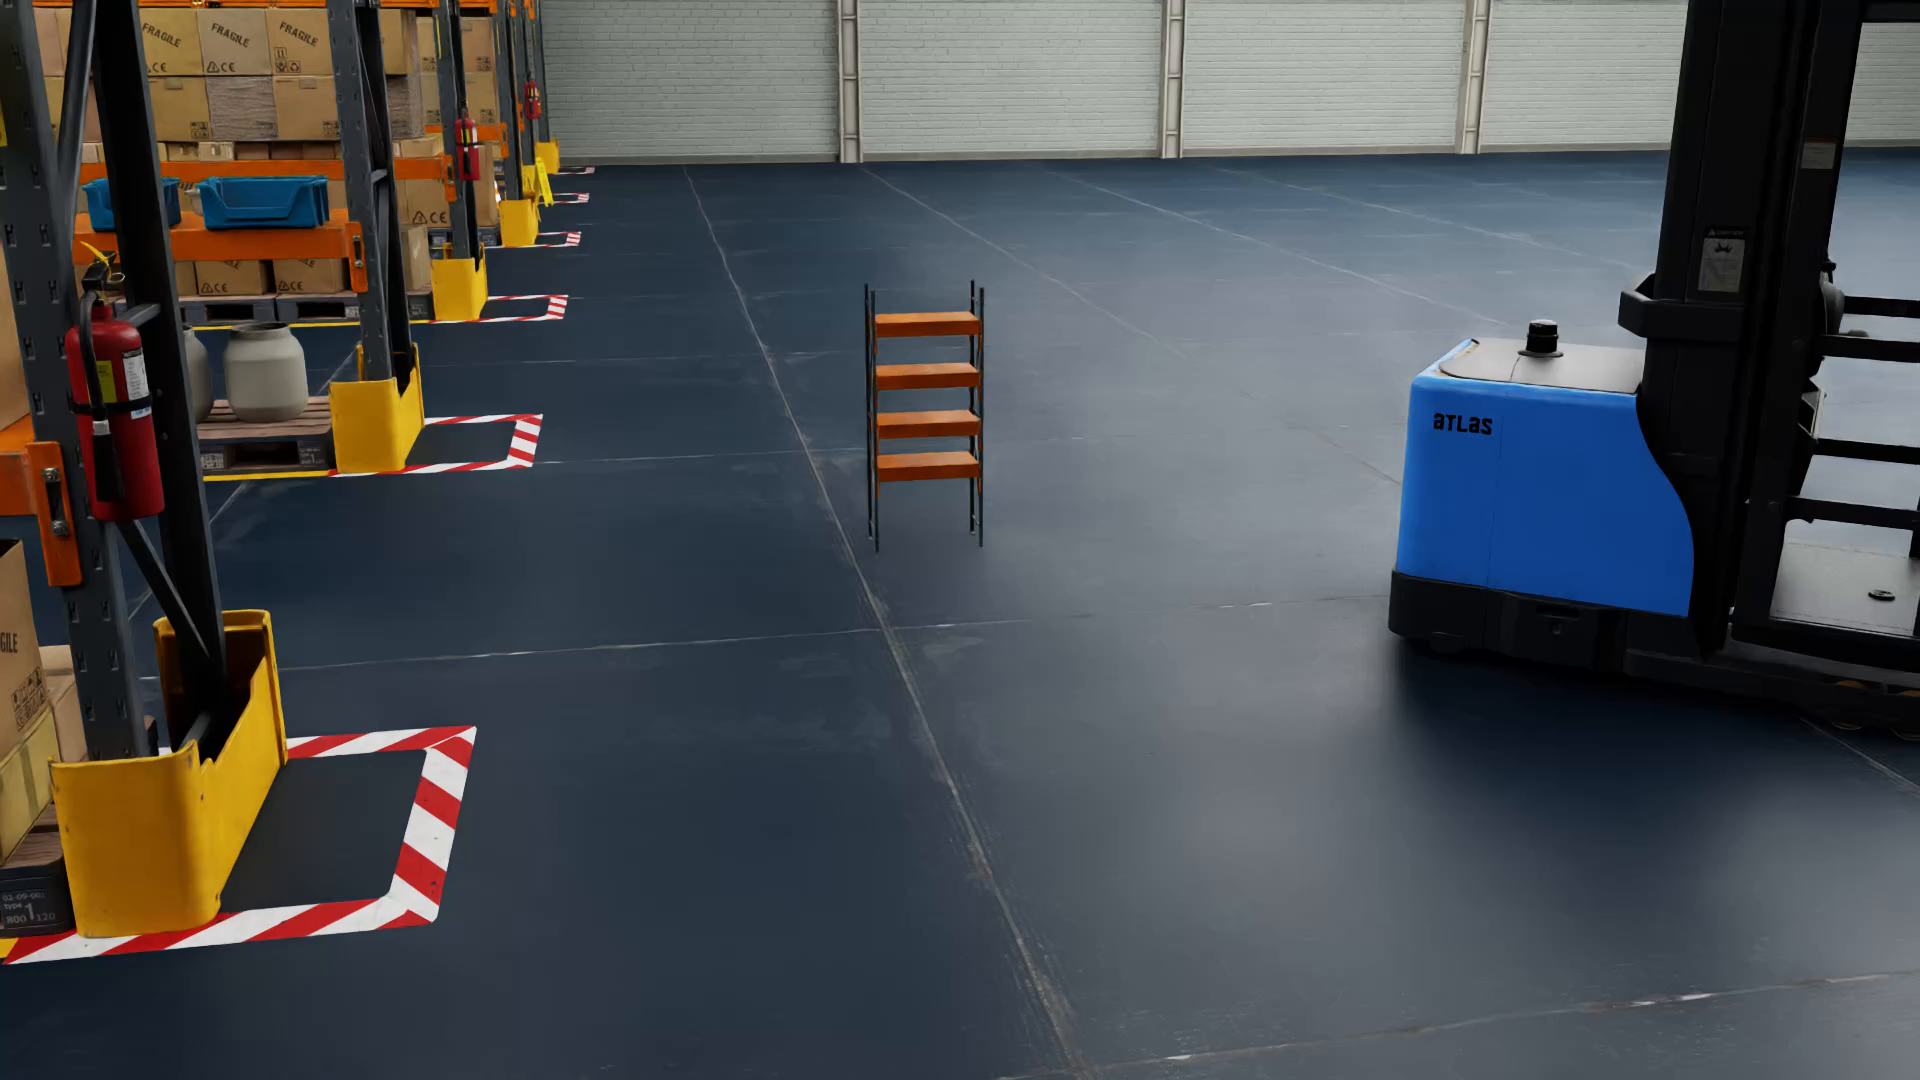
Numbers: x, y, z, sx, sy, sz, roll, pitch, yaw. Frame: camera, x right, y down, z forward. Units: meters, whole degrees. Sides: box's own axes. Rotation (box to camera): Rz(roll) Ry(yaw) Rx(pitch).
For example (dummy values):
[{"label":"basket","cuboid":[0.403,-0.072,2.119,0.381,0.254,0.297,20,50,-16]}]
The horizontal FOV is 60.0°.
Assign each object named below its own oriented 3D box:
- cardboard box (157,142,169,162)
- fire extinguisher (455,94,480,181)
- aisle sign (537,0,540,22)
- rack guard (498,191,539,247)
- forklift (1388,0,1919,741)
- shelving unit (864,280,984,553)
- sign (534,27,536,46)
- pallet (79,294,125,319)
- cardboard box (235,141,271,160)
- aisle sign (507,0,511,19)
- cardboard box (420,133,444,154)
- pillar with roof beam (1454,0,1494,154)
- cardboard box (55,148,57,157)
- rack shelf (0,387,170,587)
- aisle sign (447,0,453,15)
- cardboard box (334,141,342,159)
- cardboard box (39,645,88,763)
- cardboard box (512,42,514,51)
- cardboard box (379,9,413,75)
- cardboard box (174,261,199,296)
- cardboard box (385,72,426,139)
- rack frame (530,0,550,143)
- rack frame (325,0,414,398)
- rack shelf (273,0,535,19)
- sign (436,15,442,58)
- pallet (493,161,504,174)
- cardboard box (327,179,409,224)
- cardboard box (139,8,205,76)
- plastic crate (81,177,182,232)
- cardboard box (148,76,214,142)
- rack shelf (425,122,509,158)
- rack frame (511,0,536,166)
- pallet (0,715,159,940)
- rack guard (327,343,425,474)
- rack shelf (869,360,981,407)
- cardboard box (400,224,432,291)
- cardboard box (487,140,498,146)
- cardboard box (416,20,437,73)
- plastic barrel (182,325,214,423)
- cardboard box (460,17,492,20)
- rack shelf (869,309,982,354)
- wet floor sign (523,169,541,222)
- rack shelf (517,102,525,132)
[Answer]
[{"label":"cardboard box","cuboid":[-6.370,-3.081,13.161,0.250,0.149,0.380,-3,17,-10]},{"label":"fire extinguisher","cuboid":[-3.982,-3.247,13.408,0.183,0.674,0.296,-3,17,-10]},{"label":"aisle sign","cuboid":[-6.887,-8.860,27.122,0.004,0.787,0.394,-3,17,-10]},{"label":"rack guard","cuboid":[-5.000,-3.653,18.853,0.348,0.500,1.175,-3,17,-10]},{"label":"forklift","cuboid":[3.207,-0.901,5.754,3.031,2.935,1.130,9,19,27]},{"label":"shelving unit","cuboid":[-0.163,-0.564,7.606,0.503,1.200,0.258,-3,17,-10]},{"label":"sign","cuboid":[-6.917,-8.208,27.051,0.005,0.325,0.100,-3,17,-10]},{"label":"pallet","cuboid":[-7.456,-1.903,13.647,1.213,0.211,1.003,-3,17,-10]},{"label":"cardboard box","cuboid":[-5.646,-3.141,13.357,0.250,0.149,0.380,-3,17,-10]},{"label":"aisle sign","cuboid":[-5.010,-6.179,18.394,0.004,0.787,0.394,-3,17,-10]},{"label":"cardboard box","cuboid":[-4.507,-3.344,14.017,0.250,0.149,0.380,-3,17,-10]},{"label":"pillar with roof beam","cuboid":[10.628,-10.549,26.830,0.400,9.000,9.100,-3,17,-10]},{"label":"cardboard box","cuboid":[-7.109,-3.042,13.035,0.250,0.149,0.380,-3,17,-10]},{"label":"rack shelf","cuboid":[-4.270,-0.100,4.253,4.000,0.370,1.077,-3,17,-10]},{"label":"aisle sign","cuboid":[-4.064,-4.571,13.156,0.004,0.787,0.394,-3,17,-10]},{"label":"cardboard box","cuboid":[-4.903,-3.173,13.461,0.250,0.149,0.380,-3,17,-10]},{"label":"cardboard box","cuboid":[-2.875,0.524,4.963,0.500,0.250,0.500,-3,17,-10]},{"label":"cardboard box","cuboid":[-7.318,-8.118,27.351,0.250,0.149,0.380,-3,17,-10]},{"label":"cardboard box","cuboid":[-4.675,-3.977,13.271,0.500,0.500,0.500,-3,17,-10]},{"label":"cardboard box","cuboid":[-6.553,-2.296,13.720,0.500,0.500,0.500,-5,18,-15]},{"label":"cardboard box","cuboid":[-4.727,-3.578,13.676,0.500,0.500,0.875,-3,17,-10]},{"label":"rack frame","cuboid":[-7.007,-7.698,27.767,0.127,3.000,1.000,-3,17,-10]},{"label":"rack frame","cuboid":[-3.242,-1.983,9.159,0.127,3.000,1.000,-3,17,-10]},{"label":"rack shelf","cuboid":[-8.970,-8.677,27.070,4.000,0.370,1.077,-3,17,-10]},{"label":"sign","cuboid":[-4.096,-3.954,13.067,0.005,0.325,0.100,-3,17,-10]},{"label":"pallet","cuboid":[-7.750,-6.311,27.999,1.213,0.211,1.003,-3,17,-10]},{"label":"cardboard box","cuboid":[-6.540,-3.925,18.385,0.875,0.875,0.875,-4,17,-11]},{"label":"cardboard box","cuboid":[-6.148,-3.895,13.004,0.500,0.500,0.500,-3,17,-10]},{"label":"plastic crate","cuboid":[-4.315,-1.763,8.697,0.408,0.251,0.499,-3,17,-10]},{"label":"cardboard box","cuboid":[-6.187,-3.476,13.343,0.500,0.500,0.875,-3,17,-10]},{"label":"rack shelf","cuboid":[-6.987,-4.391,18.225,4.000,0.370,1.077,-3,17,-10]},{"label":"rack frame","cuboid":[-6.061,-6.268,23.109,0.127,3.000,1.000,-3,17,-10]},{"label":"pallet","cuboid":[-3.049,0.833,4.741,1.213,0.211,1.003,-3,17,-10]},{"label":"rack guard","cuboid":[-3.308,-0.770,9.468,0.348,0.500,1.175,-3,17,-10]},{"label":"rack shelf","cuboid":[-0.163,-0.714,7.560,0.480,0.148,0.258,-3,17,-10]},{"label":"cardboard box","cuboid":[-4.798,-2.387,14.016,0.500,0.500,0.500,0,17,0]},{"label":"cardboard box","cuboid":[-7.920,-6.682,27.573,0.500,0.250,0.500,-3,17,-11]},{"label":"cardboard box","cuboid":[-5.917,-5.368,18.084,0.550,0.550,0.875,-3,17,-10]},{"label":"plastic barrel","cuboid":[-4.366,-0.908,9.181,0.421,0.512,0.421,0,17,0]},{"label":"cardboard box","cuboid":[-6.522,-6.844,22.607,0.500,0.500,0.700,-4,17,-12]},{"label":"rack shelf","cuboid":[-0.163,-0.940,7.490,0.480,0.148,0.258,-3,17,-10]},{"label":"wet floor sign","cuboid":[-5.370,-4.293,20.691,0.232,0.644,0.267,-6,18,-20]},{"label":"rack shelf","cuboid":[-8.025,-5.812,22.852,4.000,0.370,1.077,-3,17,-10]}]
